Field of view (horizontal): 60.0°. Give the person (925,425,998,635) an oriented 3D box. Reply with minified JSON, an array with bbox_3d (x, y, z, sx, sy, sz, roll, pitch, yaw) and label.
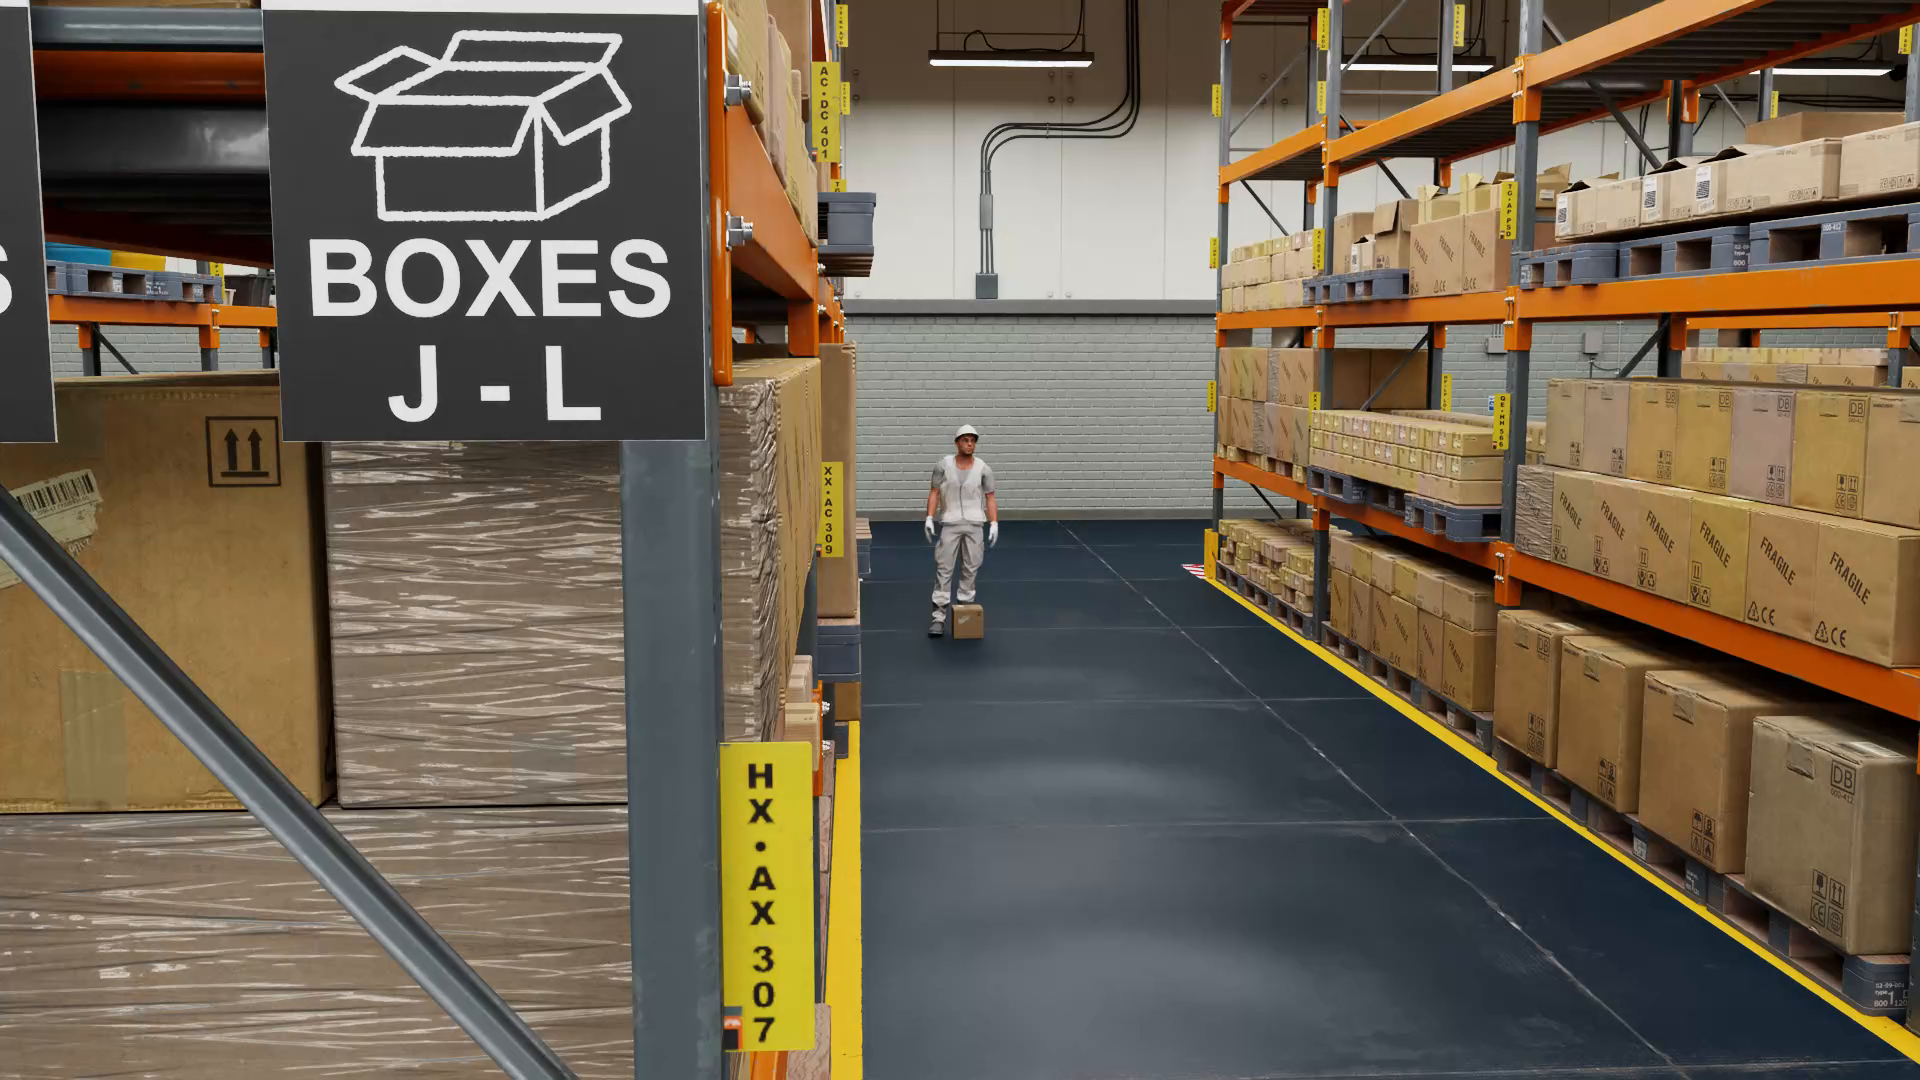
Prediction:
[{"bbox_3d":[0.014,-0.095,14.352,0.637,1.788,0.564,0,7,-4],"label":"person"}]
